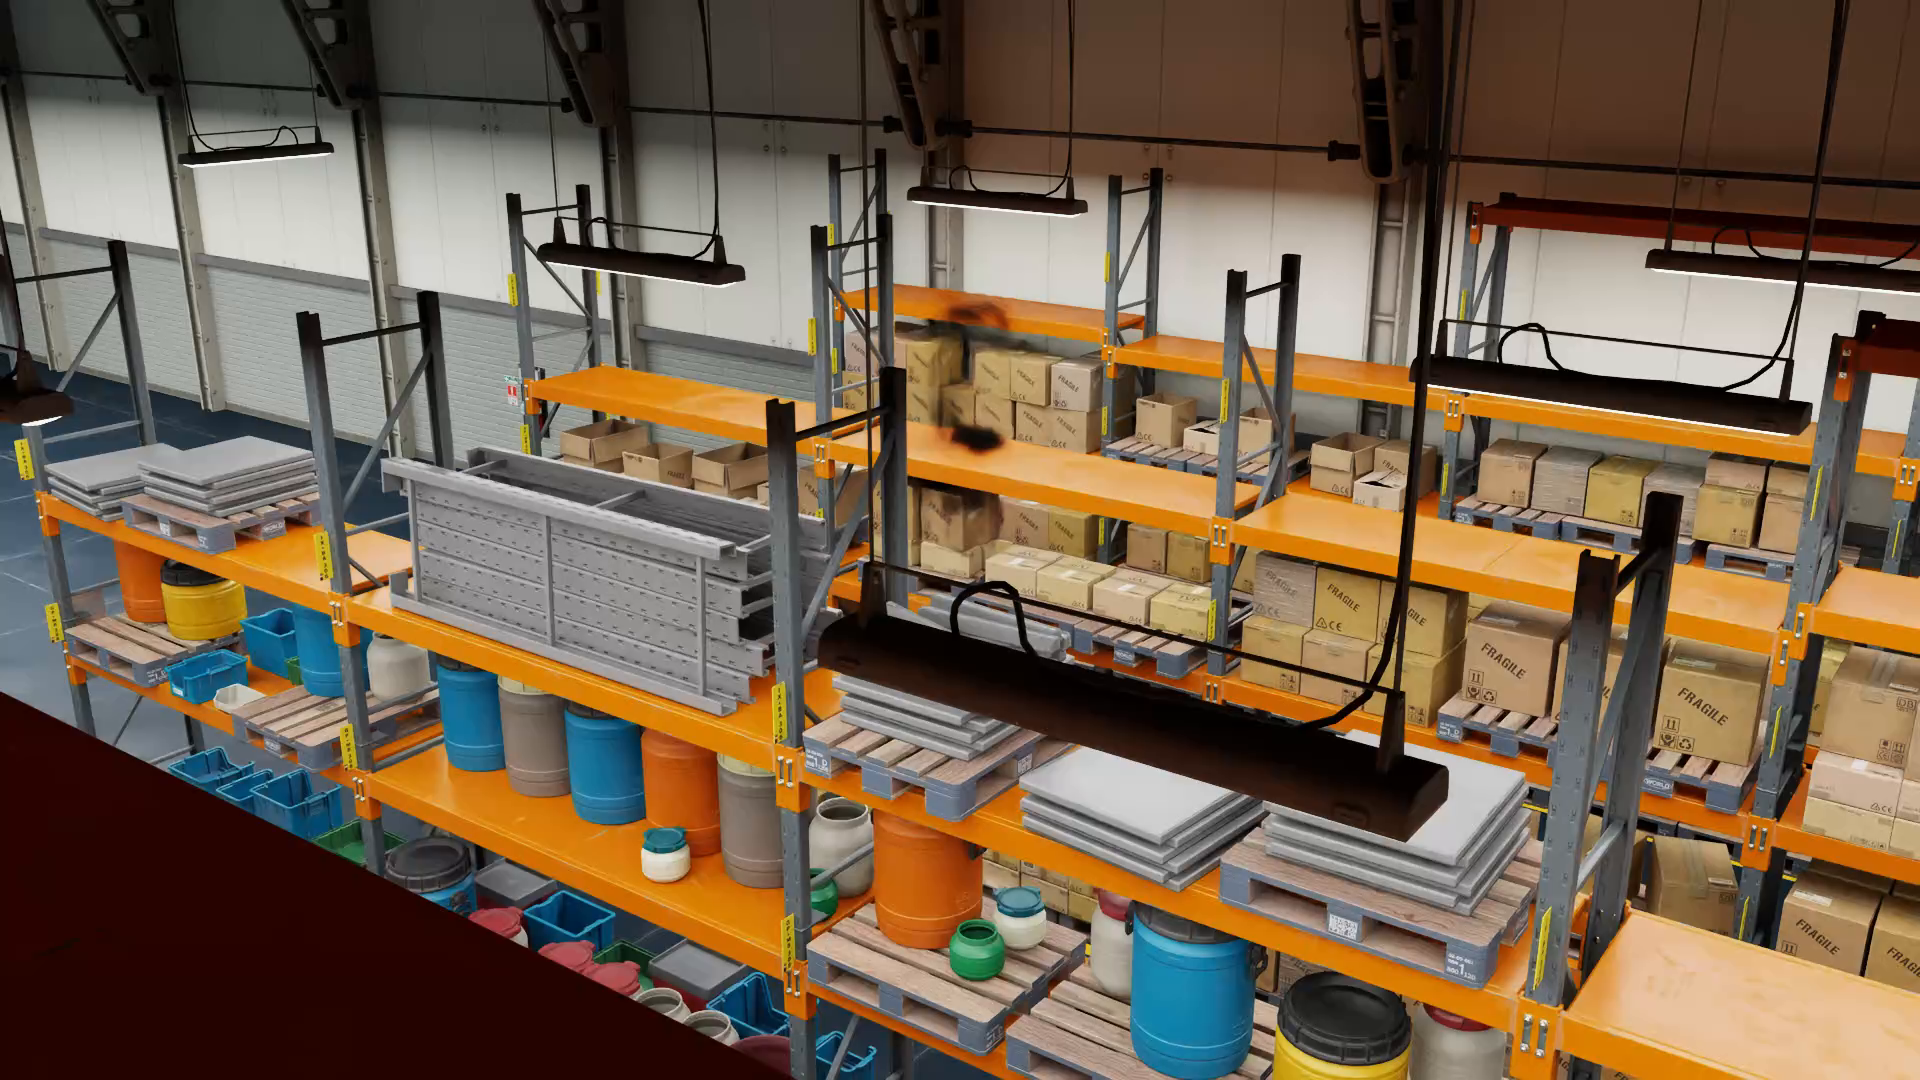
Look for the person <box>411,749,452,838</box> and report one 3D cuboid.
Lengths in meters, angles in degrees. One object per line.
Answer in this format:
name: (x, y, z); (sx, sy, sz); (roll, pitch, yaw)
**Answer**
person: (-4.695, 2.561, 15.054); (0.837, 1.631, 0.588); (15, 24, 37)
